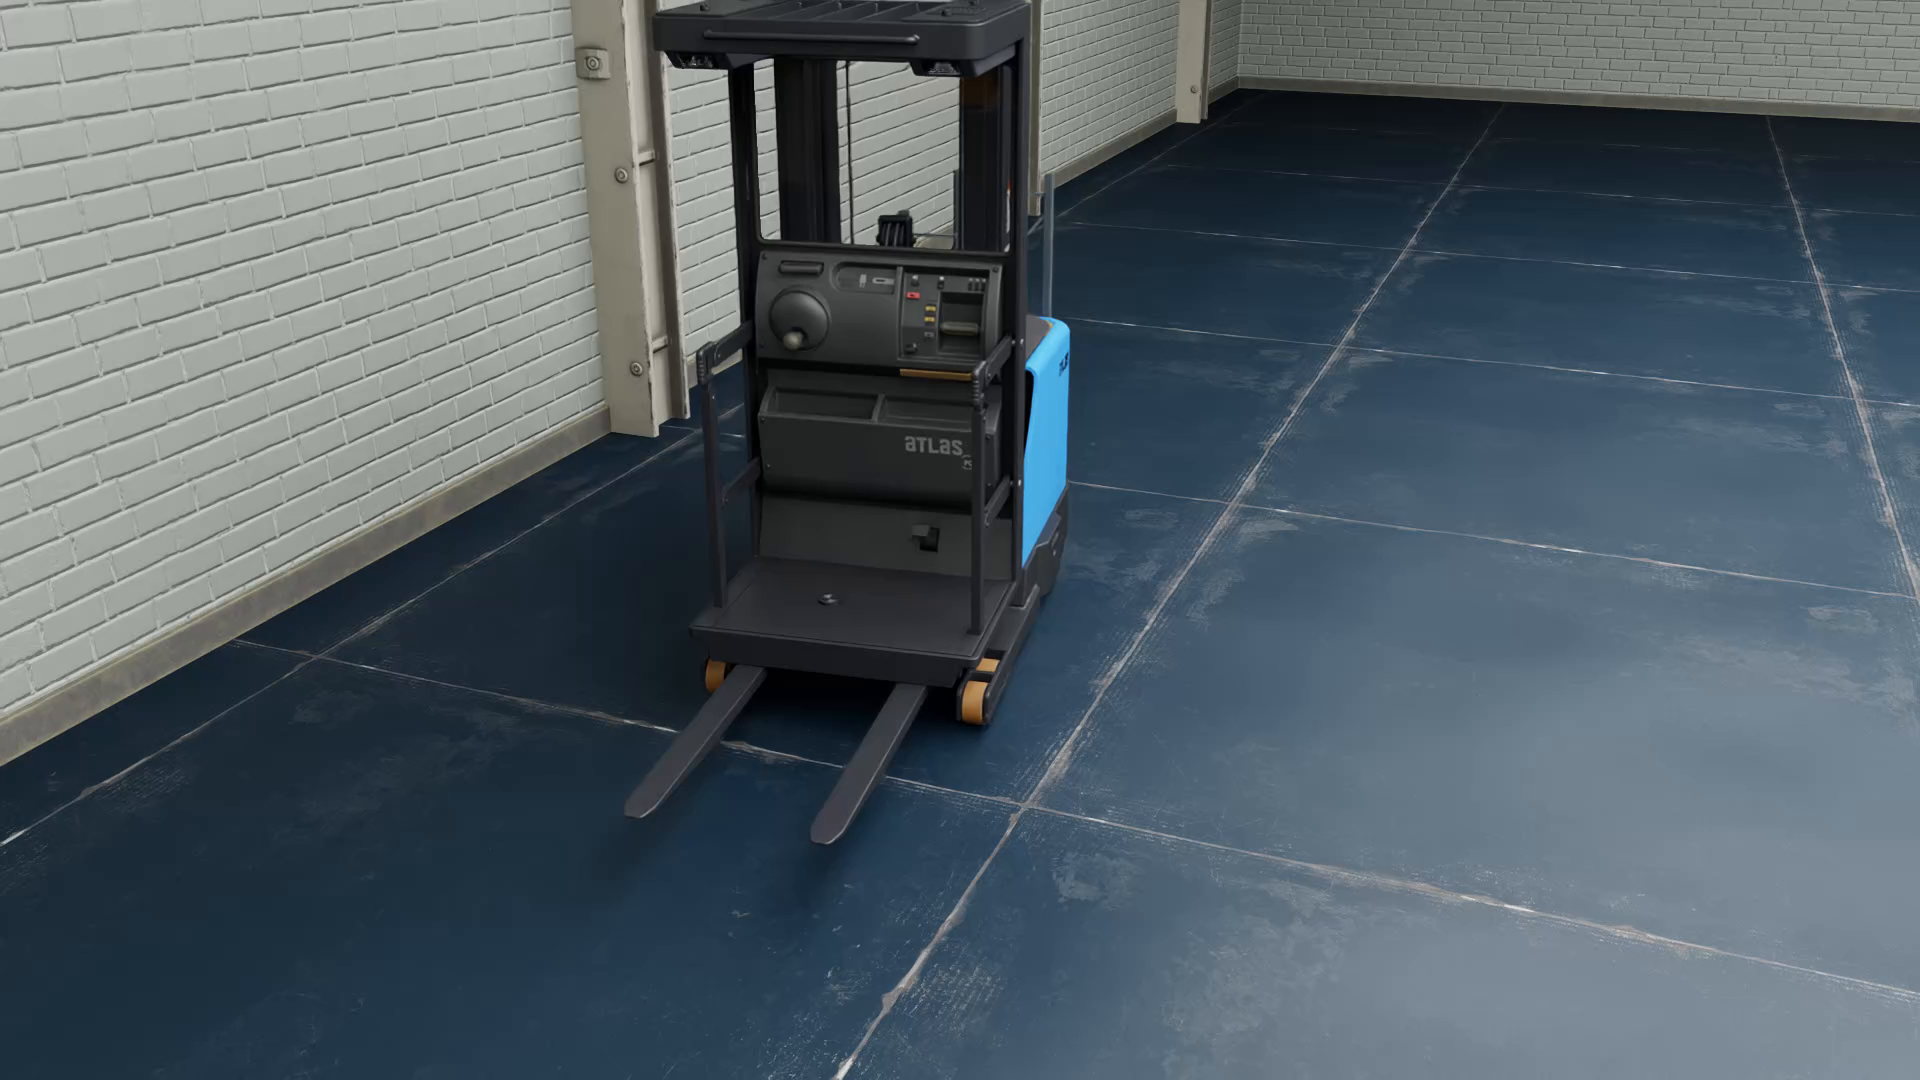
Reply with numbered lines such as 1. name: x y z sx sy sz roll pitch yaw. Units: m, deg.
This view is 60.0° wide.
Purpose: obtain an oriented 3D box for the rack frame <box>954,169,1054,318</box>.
1. rack frame: 0.218 -1.128 8.505 0.500 1.500 0.032 5 23 13

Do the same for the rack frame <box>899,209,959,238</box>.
1. rack frame: -0.025 -0.748 7.594 0.500 1.500 0.032 5 23 13

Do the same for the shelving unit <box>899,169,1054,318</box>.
1. shelving unit: 0.097 -0.938 8.050 0.538 1.500 1.048 5 23 13

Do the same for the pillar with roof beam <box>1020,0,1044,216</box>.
1. pillar with roof beam: 4.484 -6.336 11.243 9.100 9.000 0.400 9 24 20

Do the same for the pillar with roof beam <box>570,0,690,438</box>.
1. pillar with roof beam: 2.255 -4.189 6.103 9.100 9.000 0.400 9 24 20

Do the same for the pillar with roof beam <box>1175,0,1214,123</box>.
1. pillar with roof beam: 6.713 -8.483 16.383 9.100 9.000 0.400 9 24 20

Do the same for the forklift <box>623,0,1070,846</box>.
1. forklift: -0.354 -0.831 5.938 1.130 2.935 3.031 5 23 13
